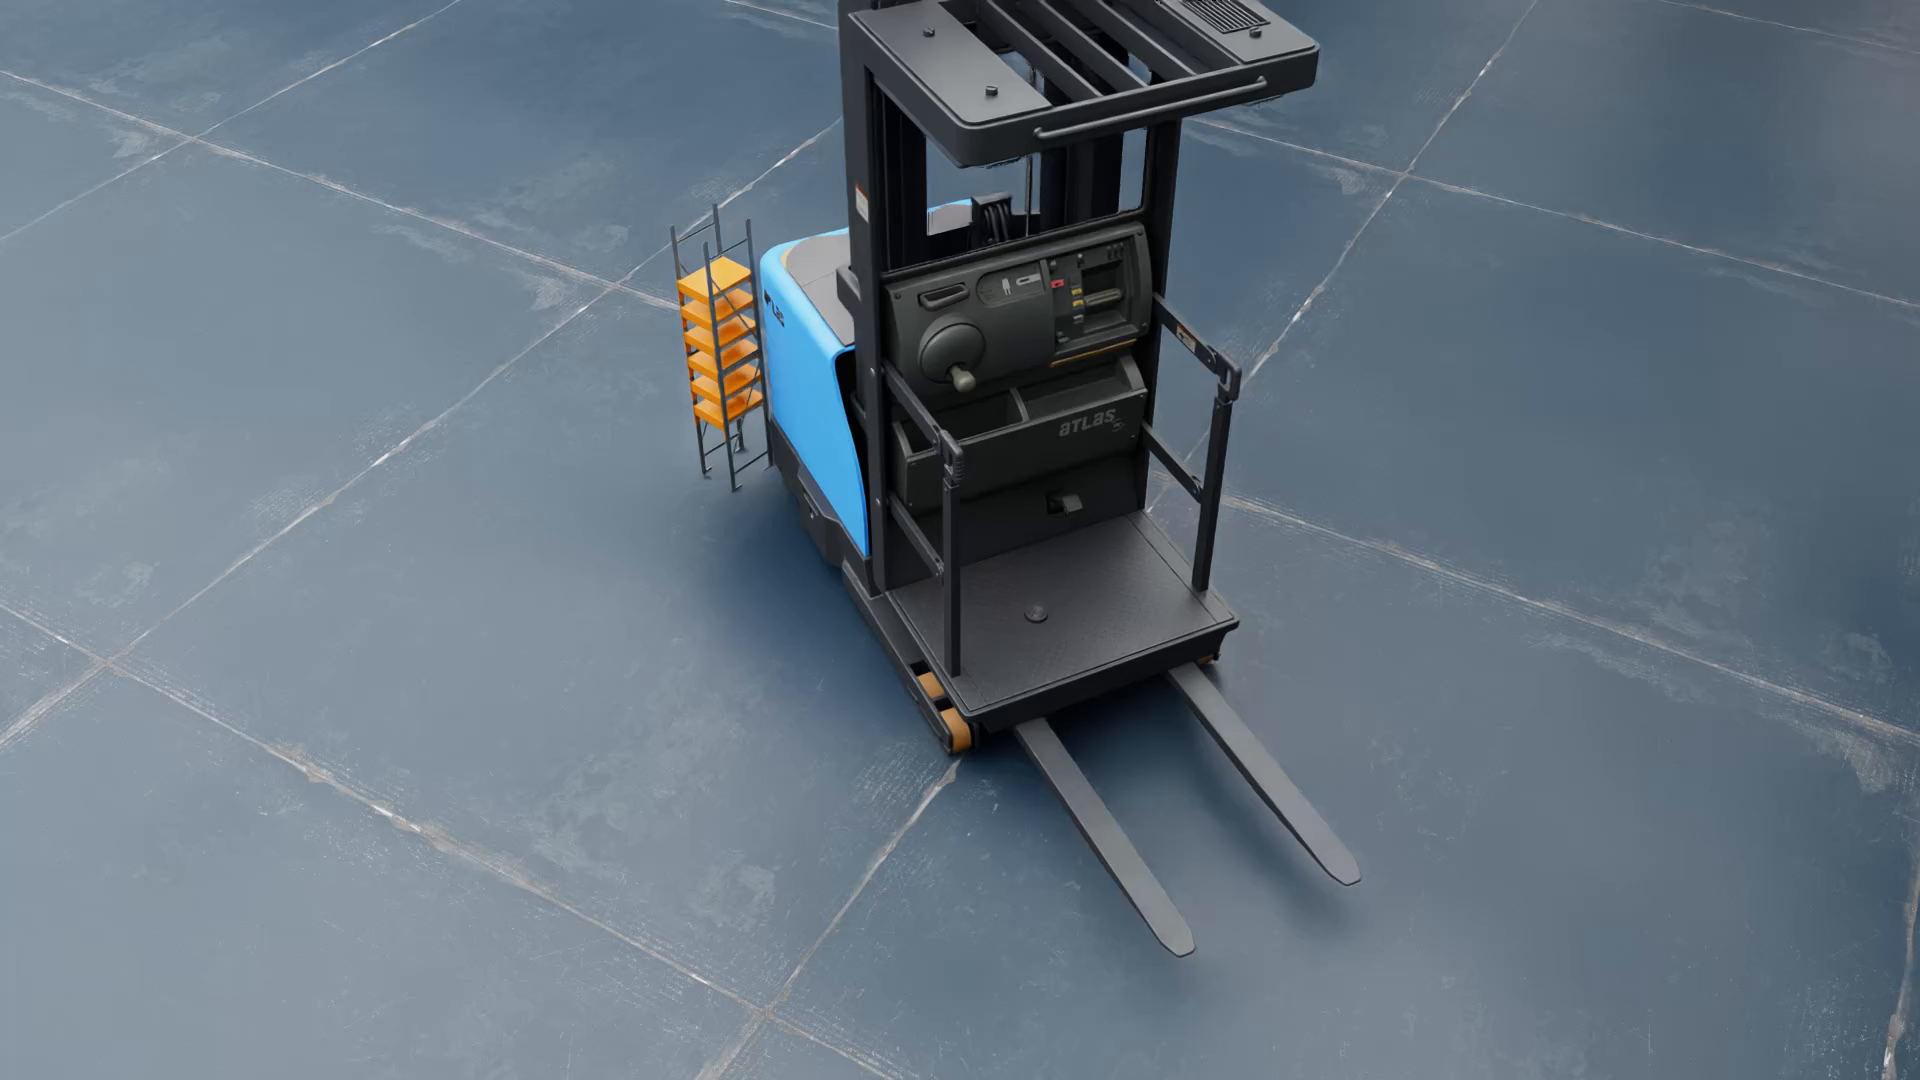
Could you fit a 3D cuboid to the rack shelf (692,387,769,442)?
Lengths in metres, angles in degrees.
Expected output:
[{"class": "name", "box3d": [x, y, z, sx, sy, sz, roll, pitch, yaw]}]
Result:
[{"class": "rack shelf", "box3d": [-0.948, -0.540, 6.885, 0.180, 0.103, 0.258, 30, 49, 29]}]

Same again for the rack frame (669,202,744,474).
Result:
[{"class": "rack frame", "box3d": [-1.017, -0.793, 6.742, 0.006, 1.200, 0.240, 30, 49, 29]}]

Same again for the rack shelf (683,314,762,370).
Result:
[{"class": "rack shelf", "box3d": [-0.948, -0.810, 6.648, 0.180, 0.103, 0.258, 30, 49, 29]}]

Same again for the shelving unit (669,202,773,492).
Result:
[{"class": "shelving unit", "box3d": [-0.948, -0.753, 6.697, 0.189, 1.200, 0.258, 30, 49, 29]}]

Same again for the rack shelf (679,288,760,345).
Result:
[{"class": "rack shelf", "box3d": [-0.948, -0.900, 6.568, 0.180, 0.103, 0.258, 30, 49, 29]}]

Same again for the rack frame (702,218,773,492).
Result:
[{"class": "rack frame", "box3d": [-0.879, -0.714, 6.653, 0.006, 1.200, 0.240, 30, 49, 29]}]

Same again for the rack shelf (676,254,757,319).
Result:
[{"class": "rack shelf", "box3d": [-0.948, -0.990, 6.489, 0.180, 0.103, 0.258, 30, 49, 29]}]

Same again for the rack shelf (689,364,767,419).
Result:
[{"class": "rack shelf", "box3d": [-0.948, -0.630, 6.806, 0.180, 0.103, 0.258, 30, 49, 29]}]

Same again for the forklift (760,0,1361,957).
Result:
[{"class": "forklift", "box3d": [0.305, -0.678, 5.302, 1.130, 2.935, 3.031, -18, 44, -19]}]

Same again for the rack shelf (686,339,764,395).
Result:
[{"class": "rack shelf", "box3d": [-0.948, -0.720, 6.727, 0.180, 0.103, 0.258, 30, 49, 29]}]
